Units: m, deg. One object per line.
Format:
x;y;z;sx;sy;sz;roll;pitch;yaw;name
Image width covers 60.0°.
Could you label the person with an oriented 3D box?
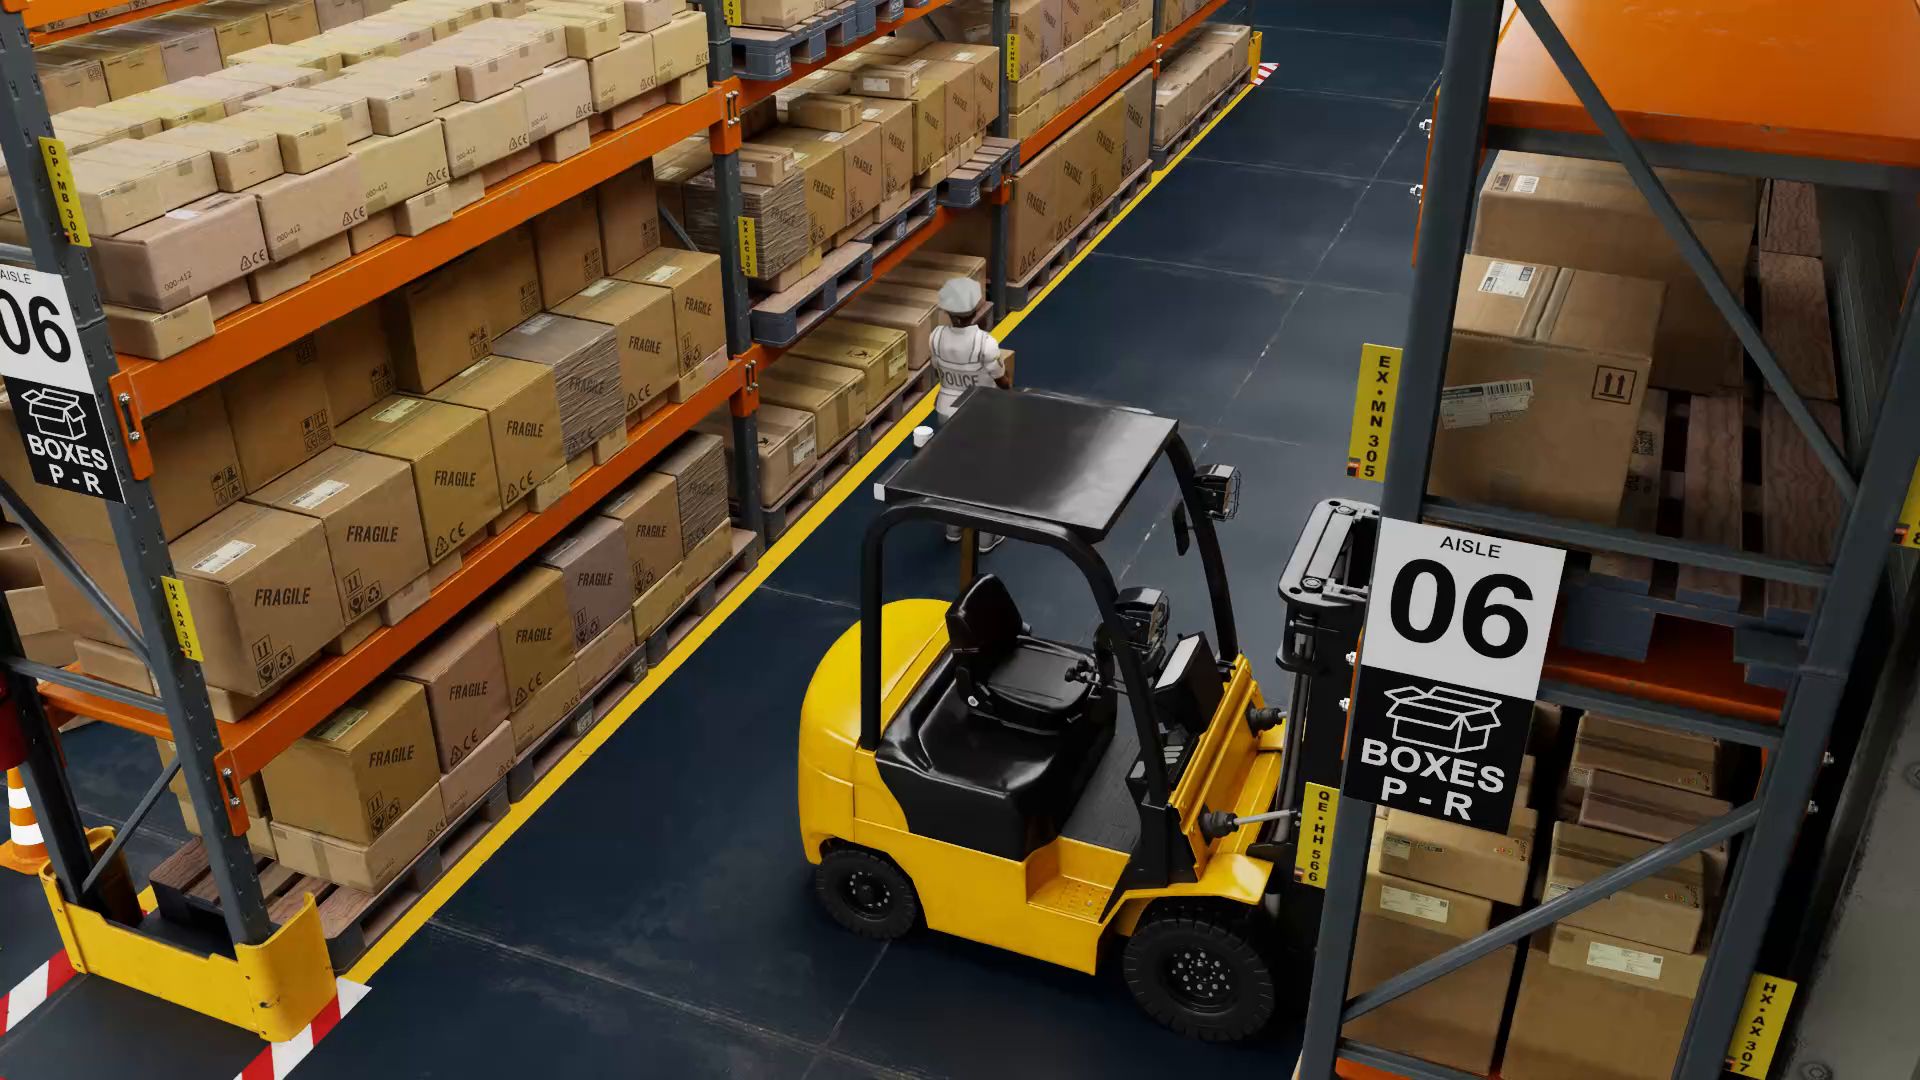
0.077;-0.752;9.676;0.449;1.688;0.535;12;32;19;person
